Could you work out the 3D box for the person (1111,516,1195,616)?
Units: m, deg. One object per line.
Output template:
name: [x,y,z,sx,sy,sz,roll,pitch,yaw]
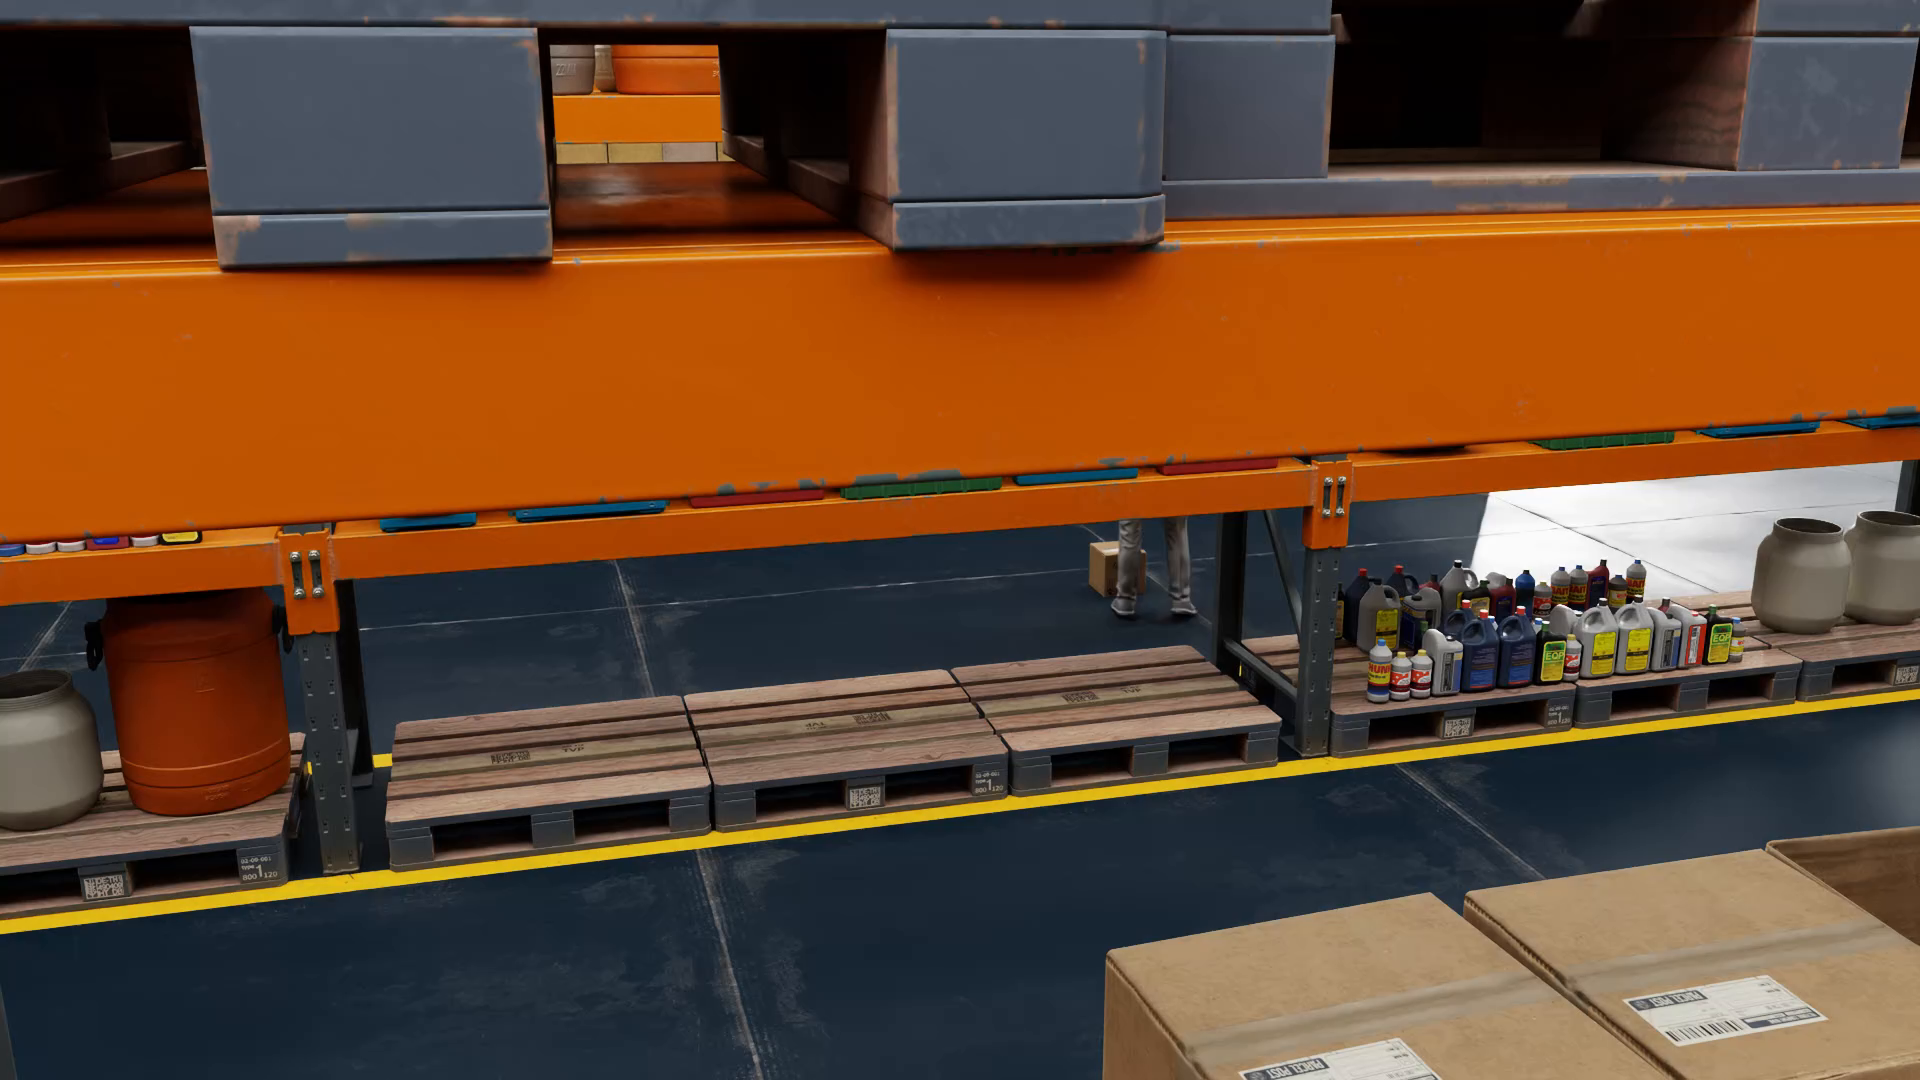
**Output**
person: [1.026,-0.401,8.877,0.551,1.727,0.361,-2,16,-7]
